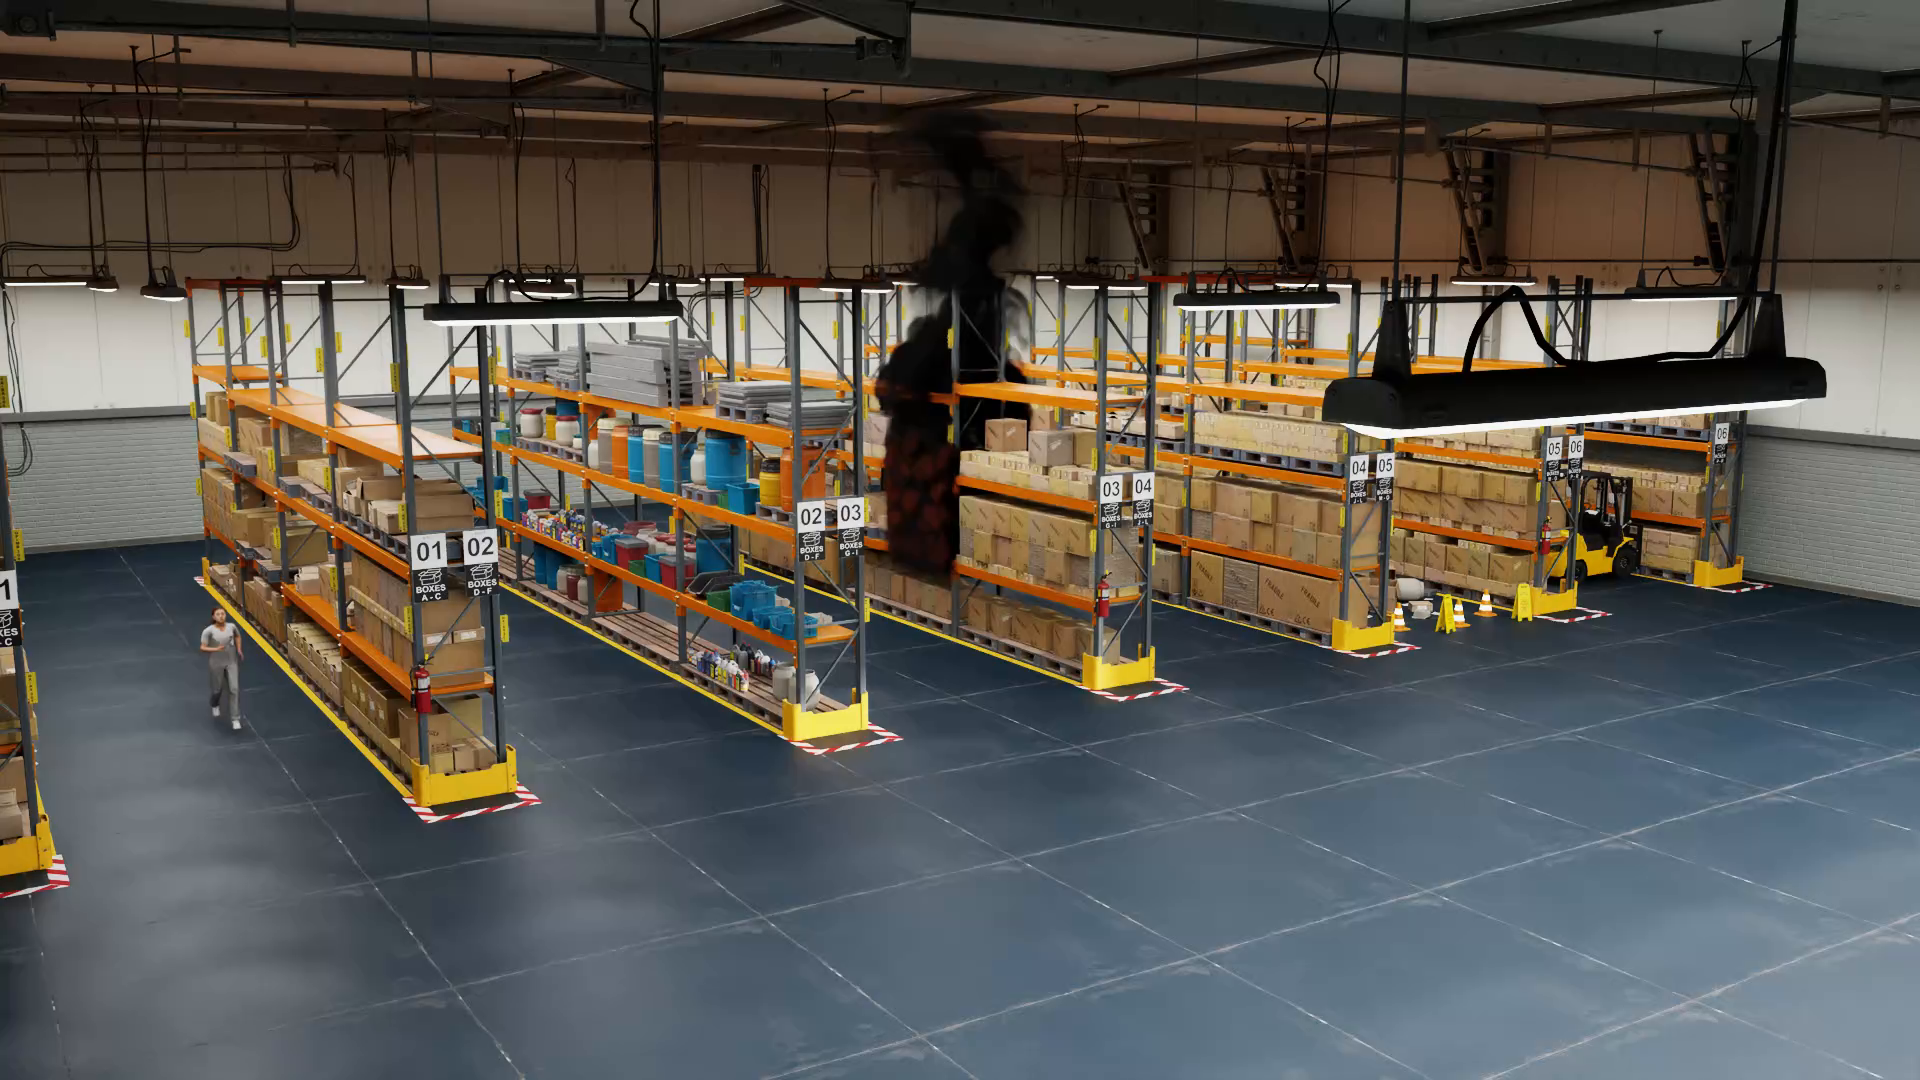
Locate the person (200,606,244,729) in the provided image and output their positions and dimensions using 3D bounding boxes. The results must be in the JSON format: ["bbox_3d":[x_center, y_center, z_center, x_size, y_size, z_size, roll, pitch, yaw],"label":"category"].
[{"bbox_3d":[-10.074,1.705,22.748,0.569,1.647,0.963,-7,12,-35],"label":"person"}]

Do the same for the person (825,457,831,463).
[{"bbox_3d":[-3.508,-1.327,41.083,0.683,1.639,0.695,-8,12,-38],"label":"person"}]
